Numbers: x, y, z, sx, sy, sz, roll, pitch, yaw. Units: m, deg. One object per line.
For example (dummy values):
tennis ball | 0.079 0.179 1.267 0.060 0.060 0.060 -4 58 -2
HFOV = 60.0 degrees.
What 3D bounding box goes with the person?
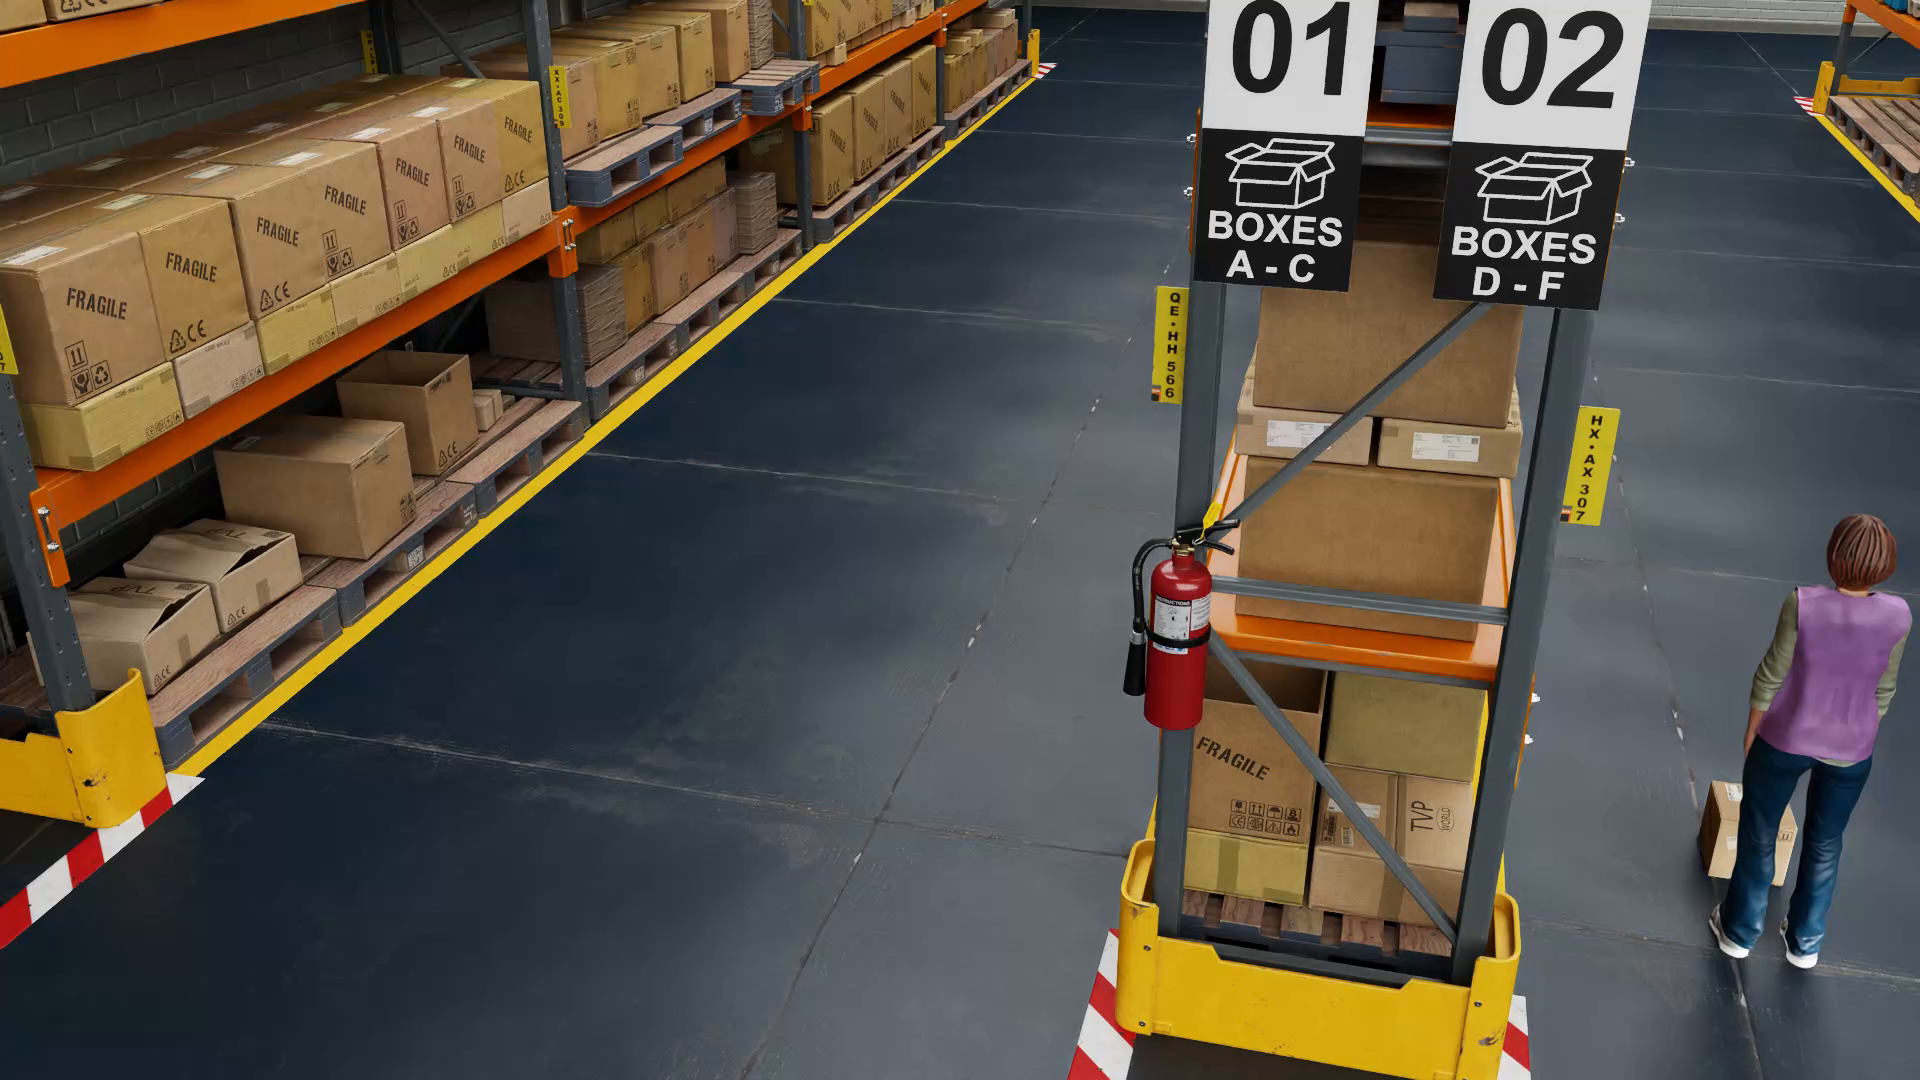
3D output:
person | 2.691 0.643 5.283 0.404 1.600 0.300 7 27 14
